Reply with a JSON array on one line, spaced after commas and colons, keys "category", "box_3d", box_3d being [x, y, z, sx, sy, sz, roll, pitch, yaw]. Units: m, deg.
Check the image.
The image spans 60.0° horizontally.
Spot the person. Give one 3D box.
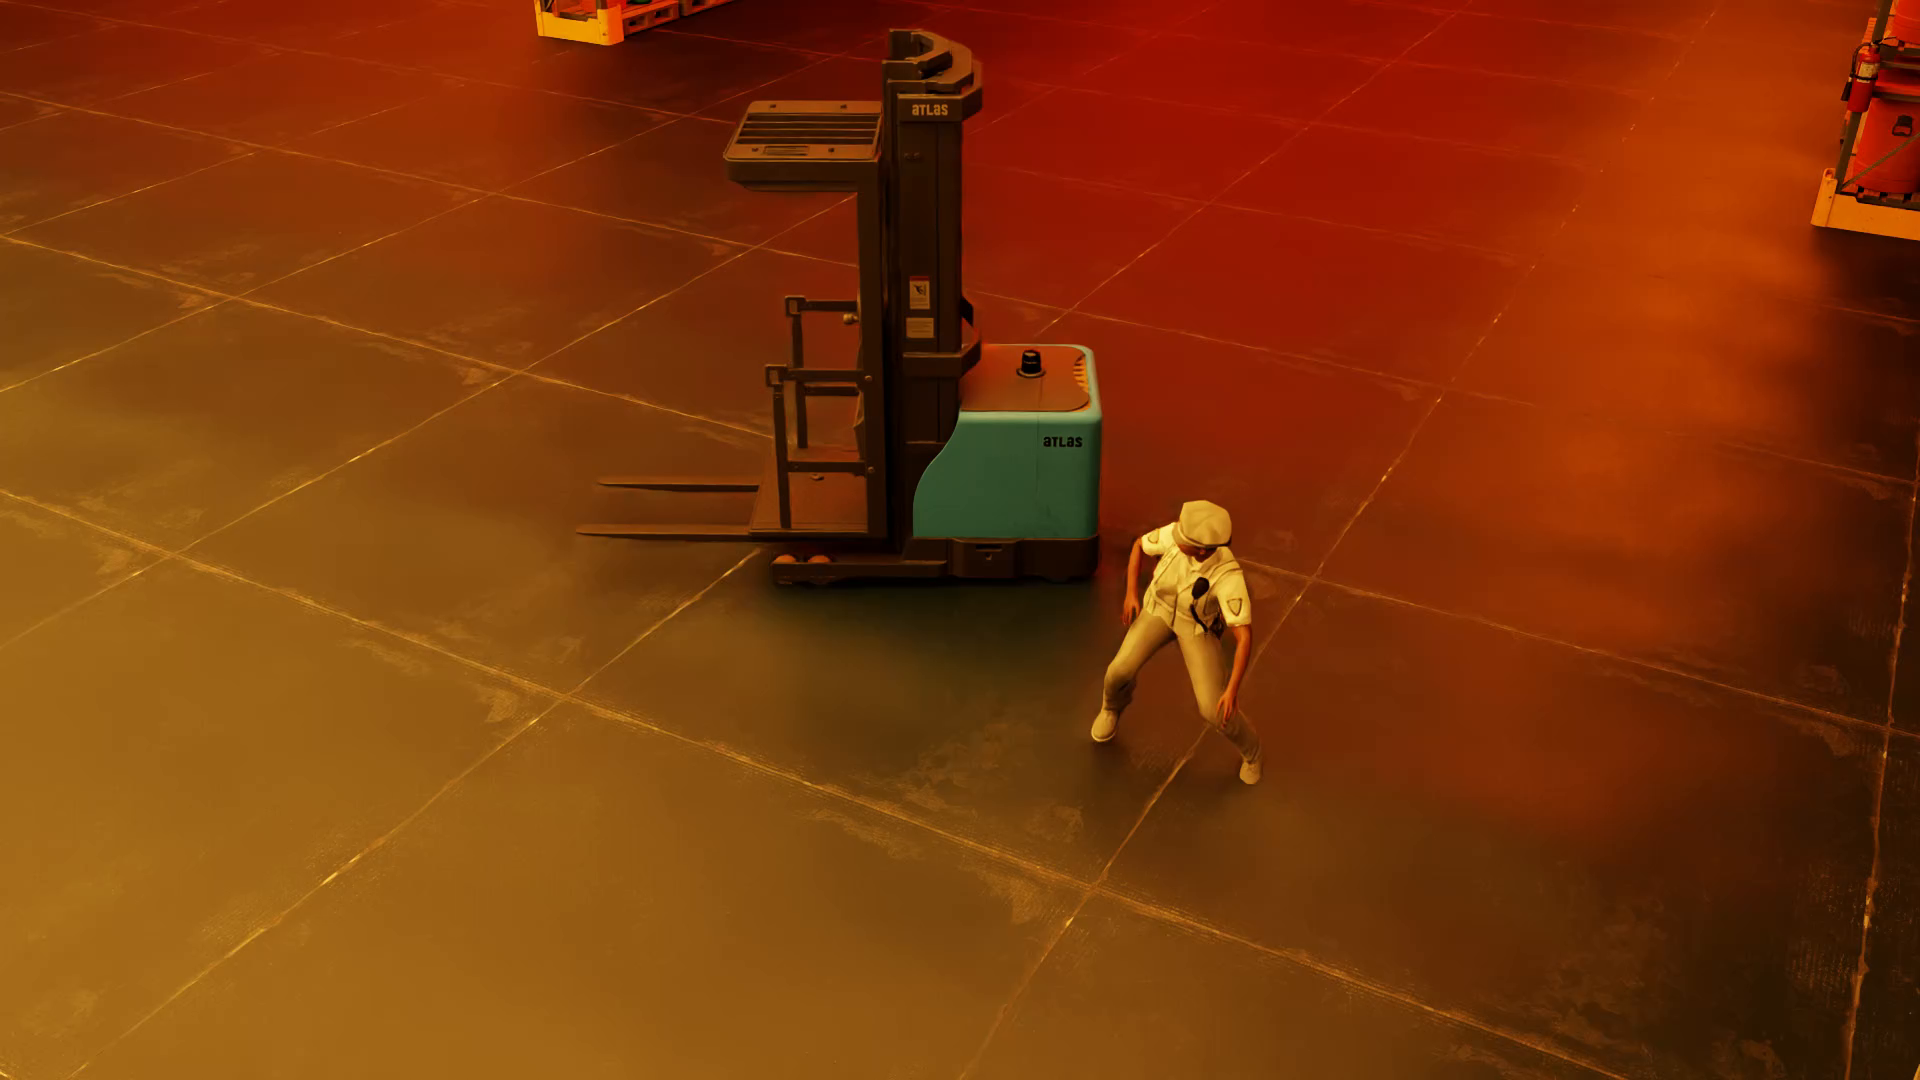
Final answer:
[{"category": "person", "box_3d": [1.403, 0.624, 7.296, 0.591, 1.629, 0.651, 4, 30, 7]}]

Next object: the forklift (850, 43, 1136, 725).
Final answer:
[{"category": "forklift", "box_3d": [0.173, -0.963, 8.740, 1.130, 2.935, 3.031, -7, 31, -12]}]
